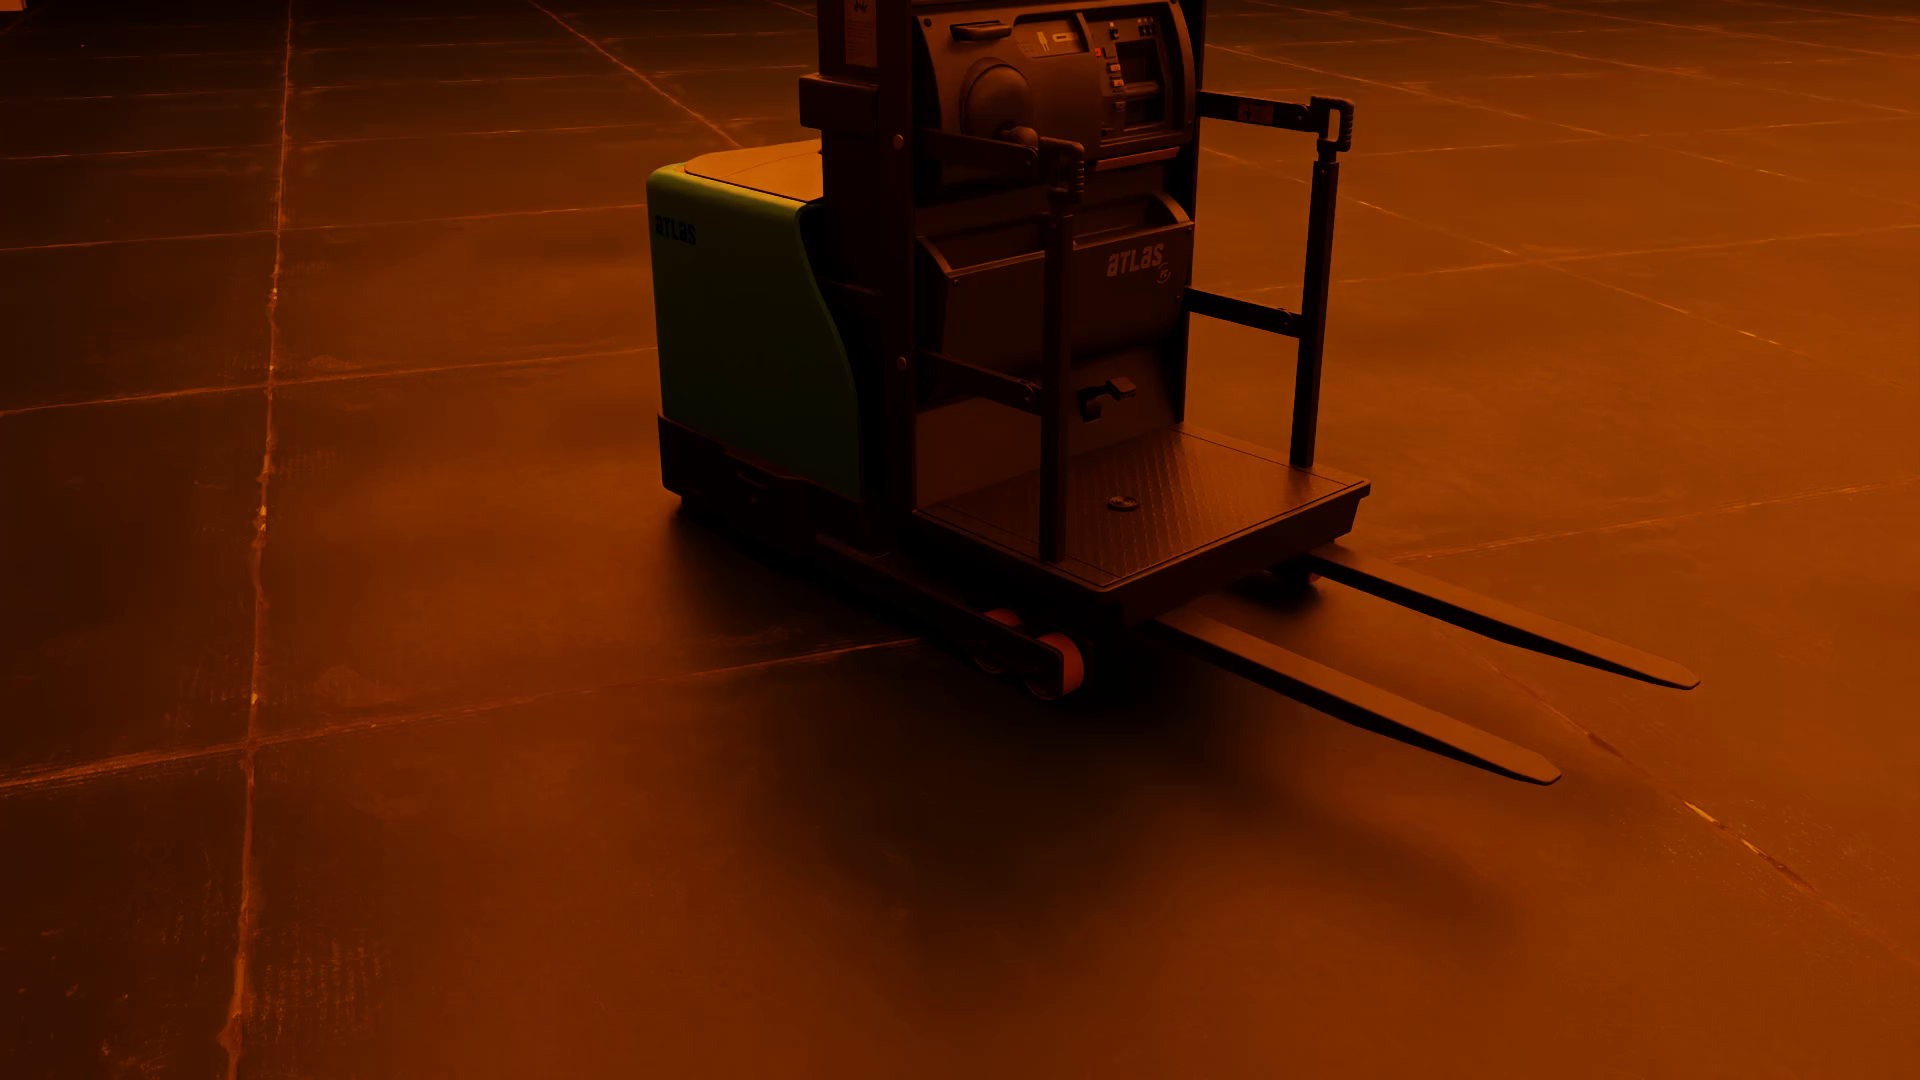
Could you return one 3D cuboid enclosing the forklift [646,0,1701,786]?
[{"bbox_3d":[0.409,-1.176,4.096,1.130,2.935,3.031,-19,30,-38],"label":"forklift"}]
